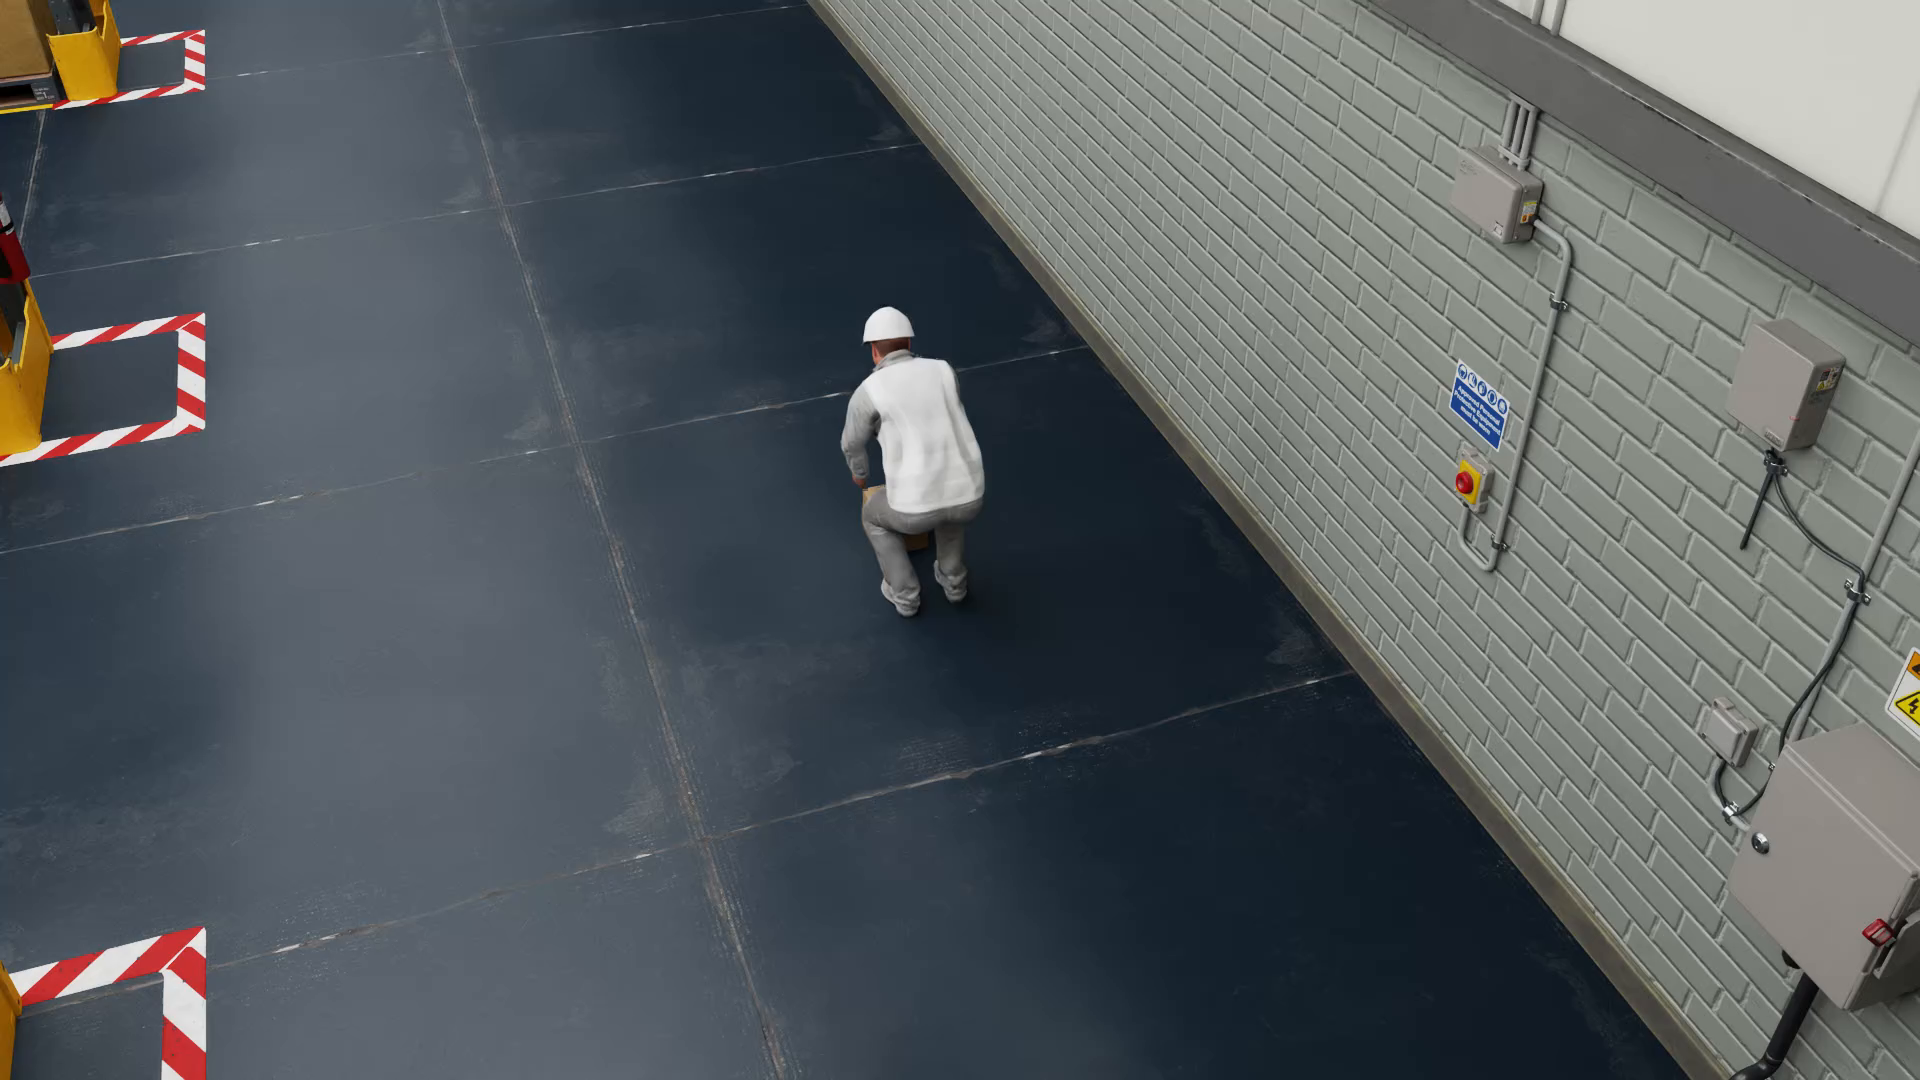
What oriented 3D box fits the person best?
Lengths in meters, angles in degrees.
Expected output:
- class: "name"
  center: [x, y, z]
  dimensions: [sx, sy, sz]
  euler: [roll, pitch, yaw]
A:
- class: "person"
  center: [-0.220, -0.314, 7.516]
  dimensions: [0.589, 1.360, 0.799]
  euler: [-12, 39, -16]
